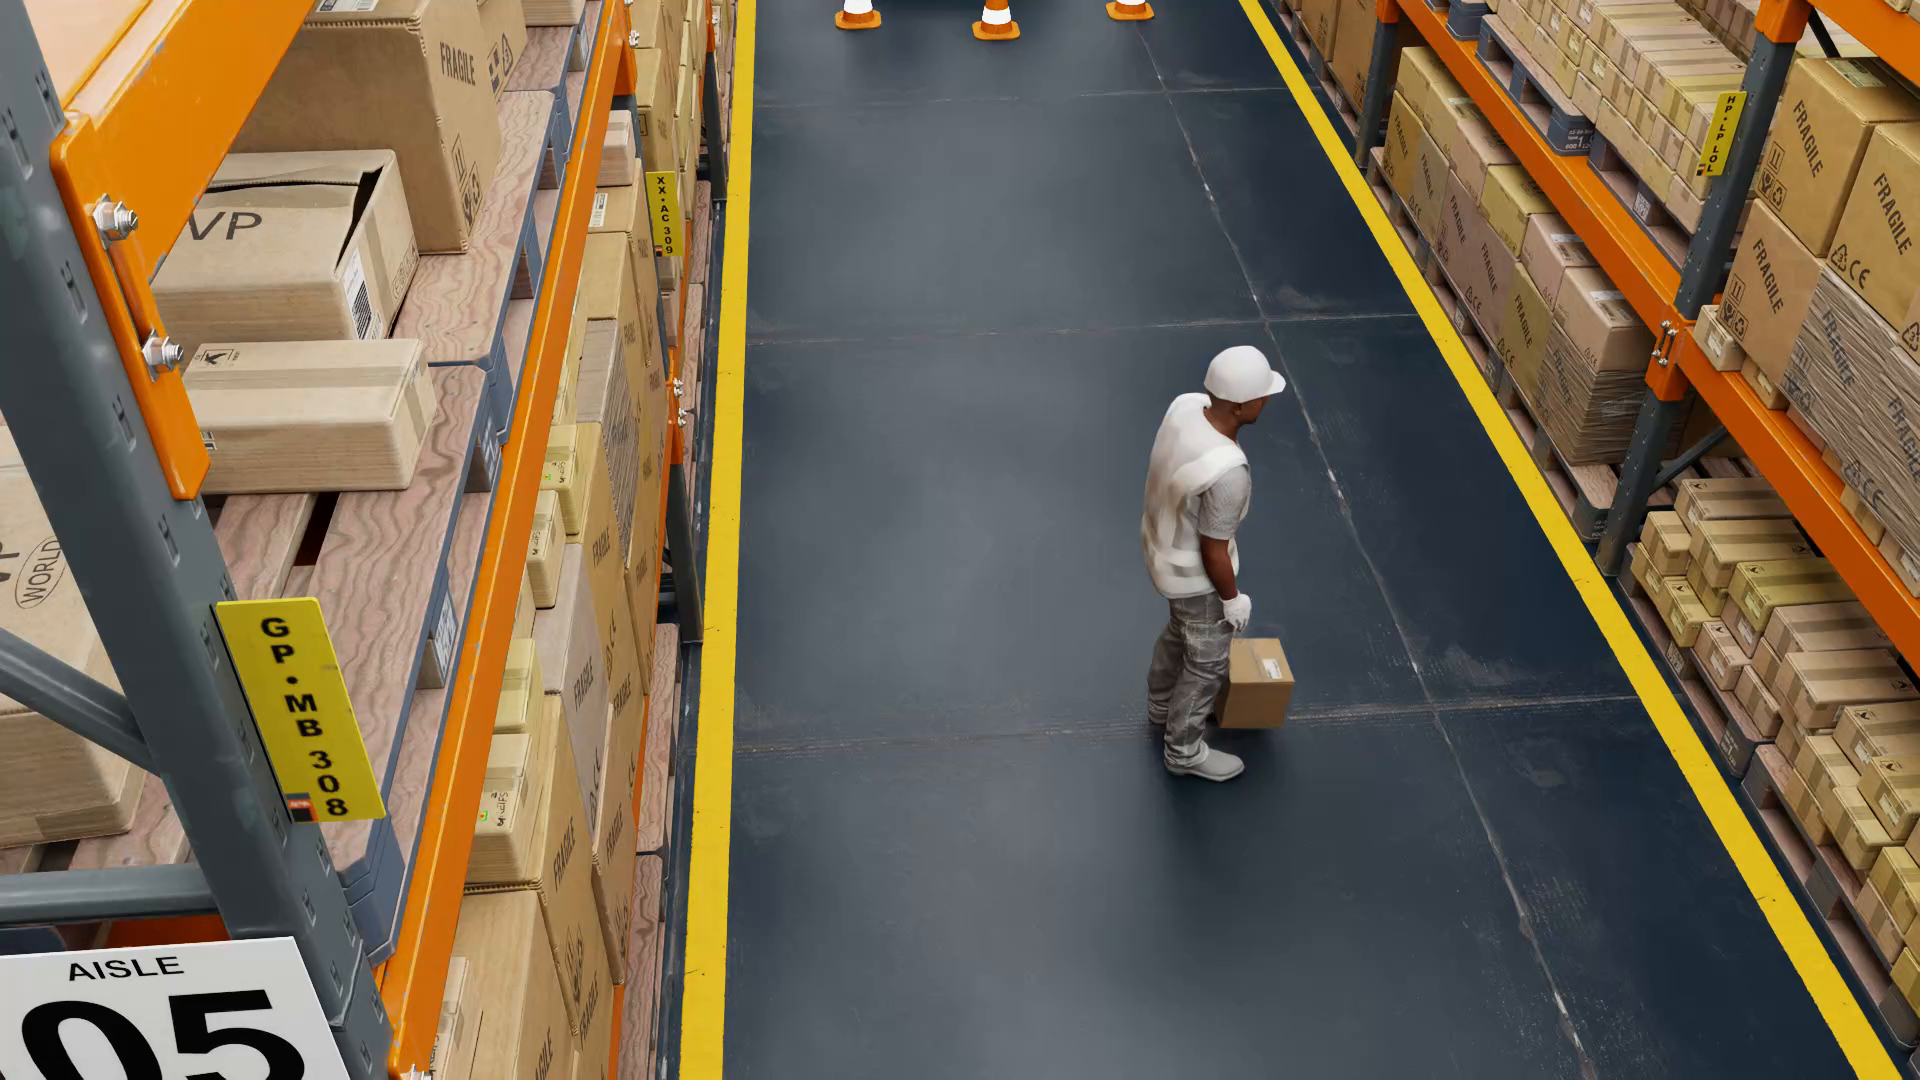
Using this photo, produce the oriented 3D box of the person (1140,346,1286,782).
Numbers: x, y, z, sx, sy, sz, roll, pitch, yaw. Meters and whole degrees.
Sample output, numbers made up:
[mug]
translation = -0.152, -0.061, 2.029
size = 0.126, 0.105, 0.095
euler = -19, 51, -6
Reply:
[person]
translation = 0.881, 0.079, 6.045
size = 0.434, 1.776, 0.590
euler = -4, 39, -5
